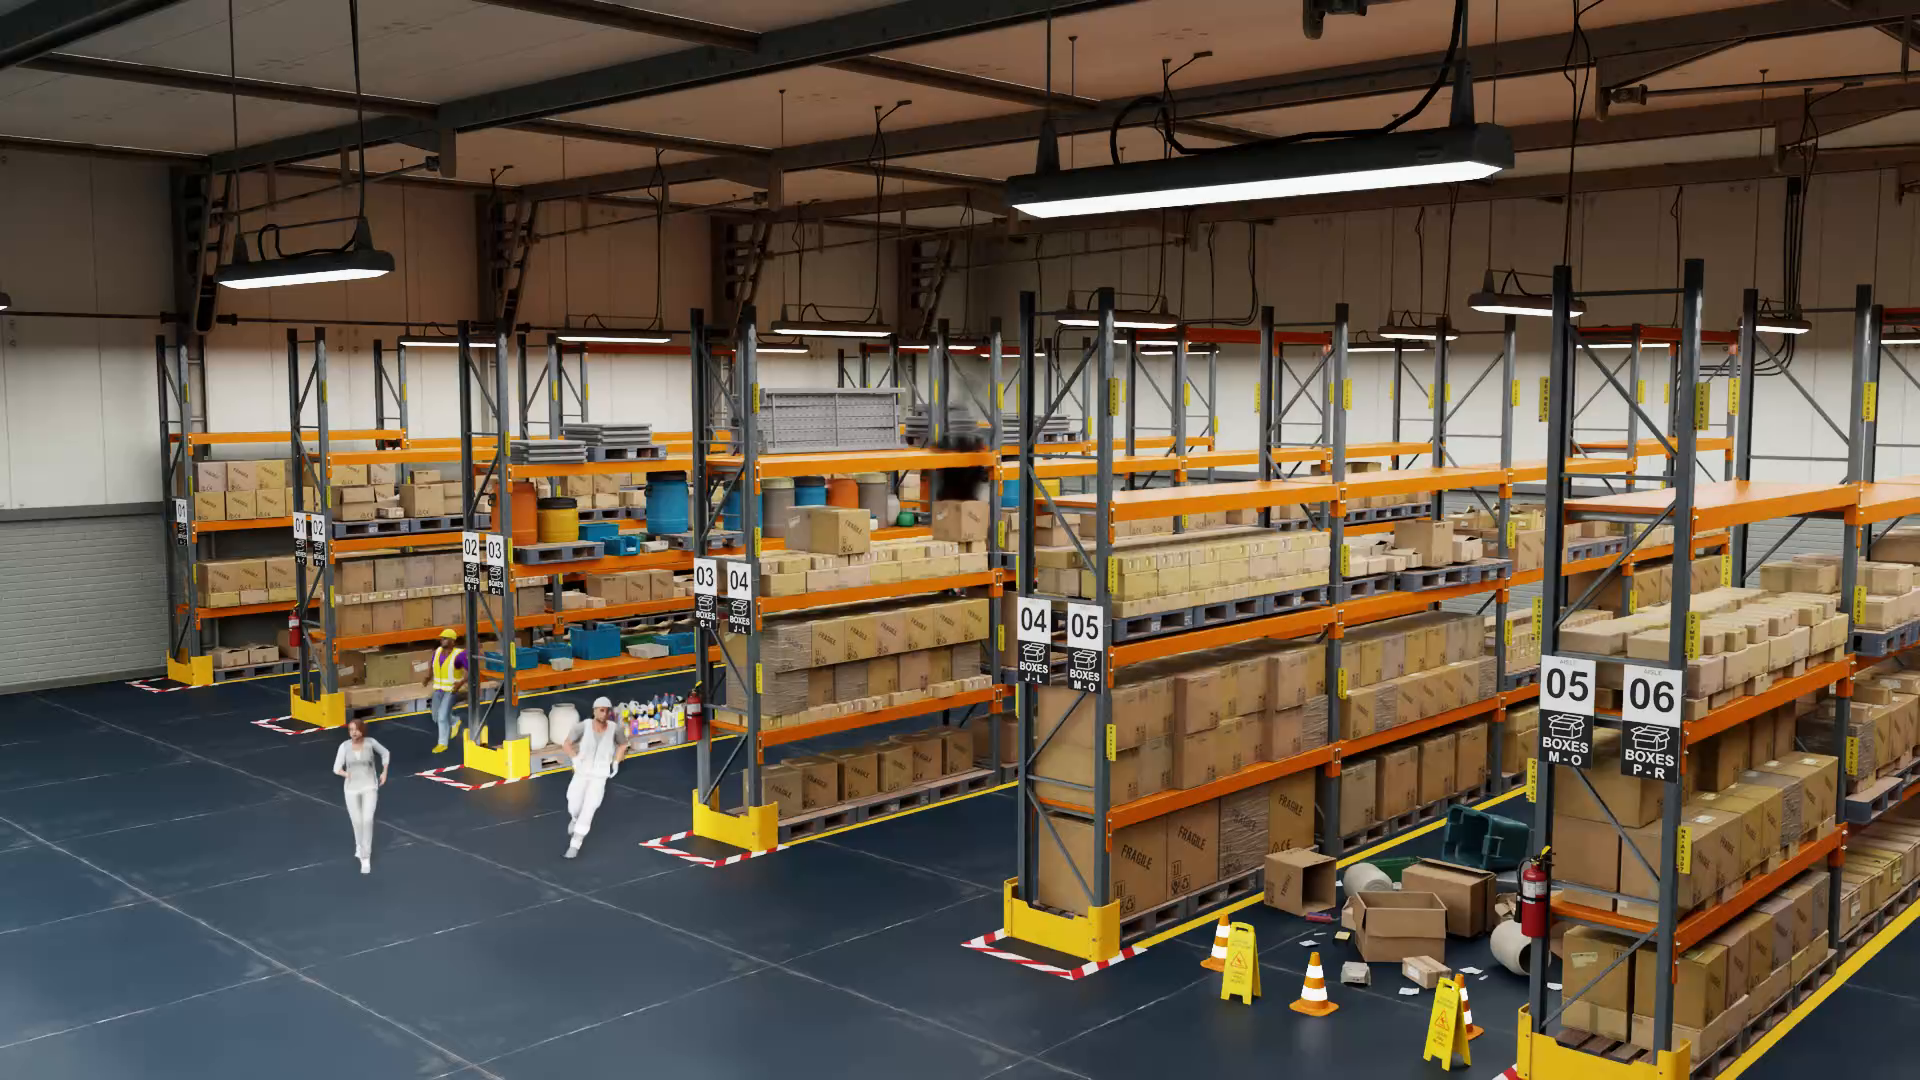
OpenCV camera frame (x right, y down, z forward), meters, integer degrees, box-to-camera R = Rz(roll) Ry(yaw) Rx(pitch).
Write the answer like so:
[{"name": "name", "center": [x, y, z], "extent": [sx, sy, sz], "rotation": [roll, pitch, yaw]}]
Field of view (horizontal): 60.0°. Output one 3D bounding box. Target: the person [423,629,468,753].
[{"name": "person", "center": [-7.186, 2.107, 23.523], "extent": [0.723, 1.730, 0.688], "rotation": [2, 6, 23]}]

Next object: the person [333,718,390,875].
[{"name": "person", "center": [-6.408, 2.718, 17.814], "extent": [0.541, 1.608, 0.732], "rotation": [-1, 5, -10]}]

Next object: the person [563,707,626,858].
[{"name": "person", "center": [-4.055, 2.607, 18.491], "extent": [0.683, 1.675, 0.914], "rotation": [-1, 5, -9]}]
